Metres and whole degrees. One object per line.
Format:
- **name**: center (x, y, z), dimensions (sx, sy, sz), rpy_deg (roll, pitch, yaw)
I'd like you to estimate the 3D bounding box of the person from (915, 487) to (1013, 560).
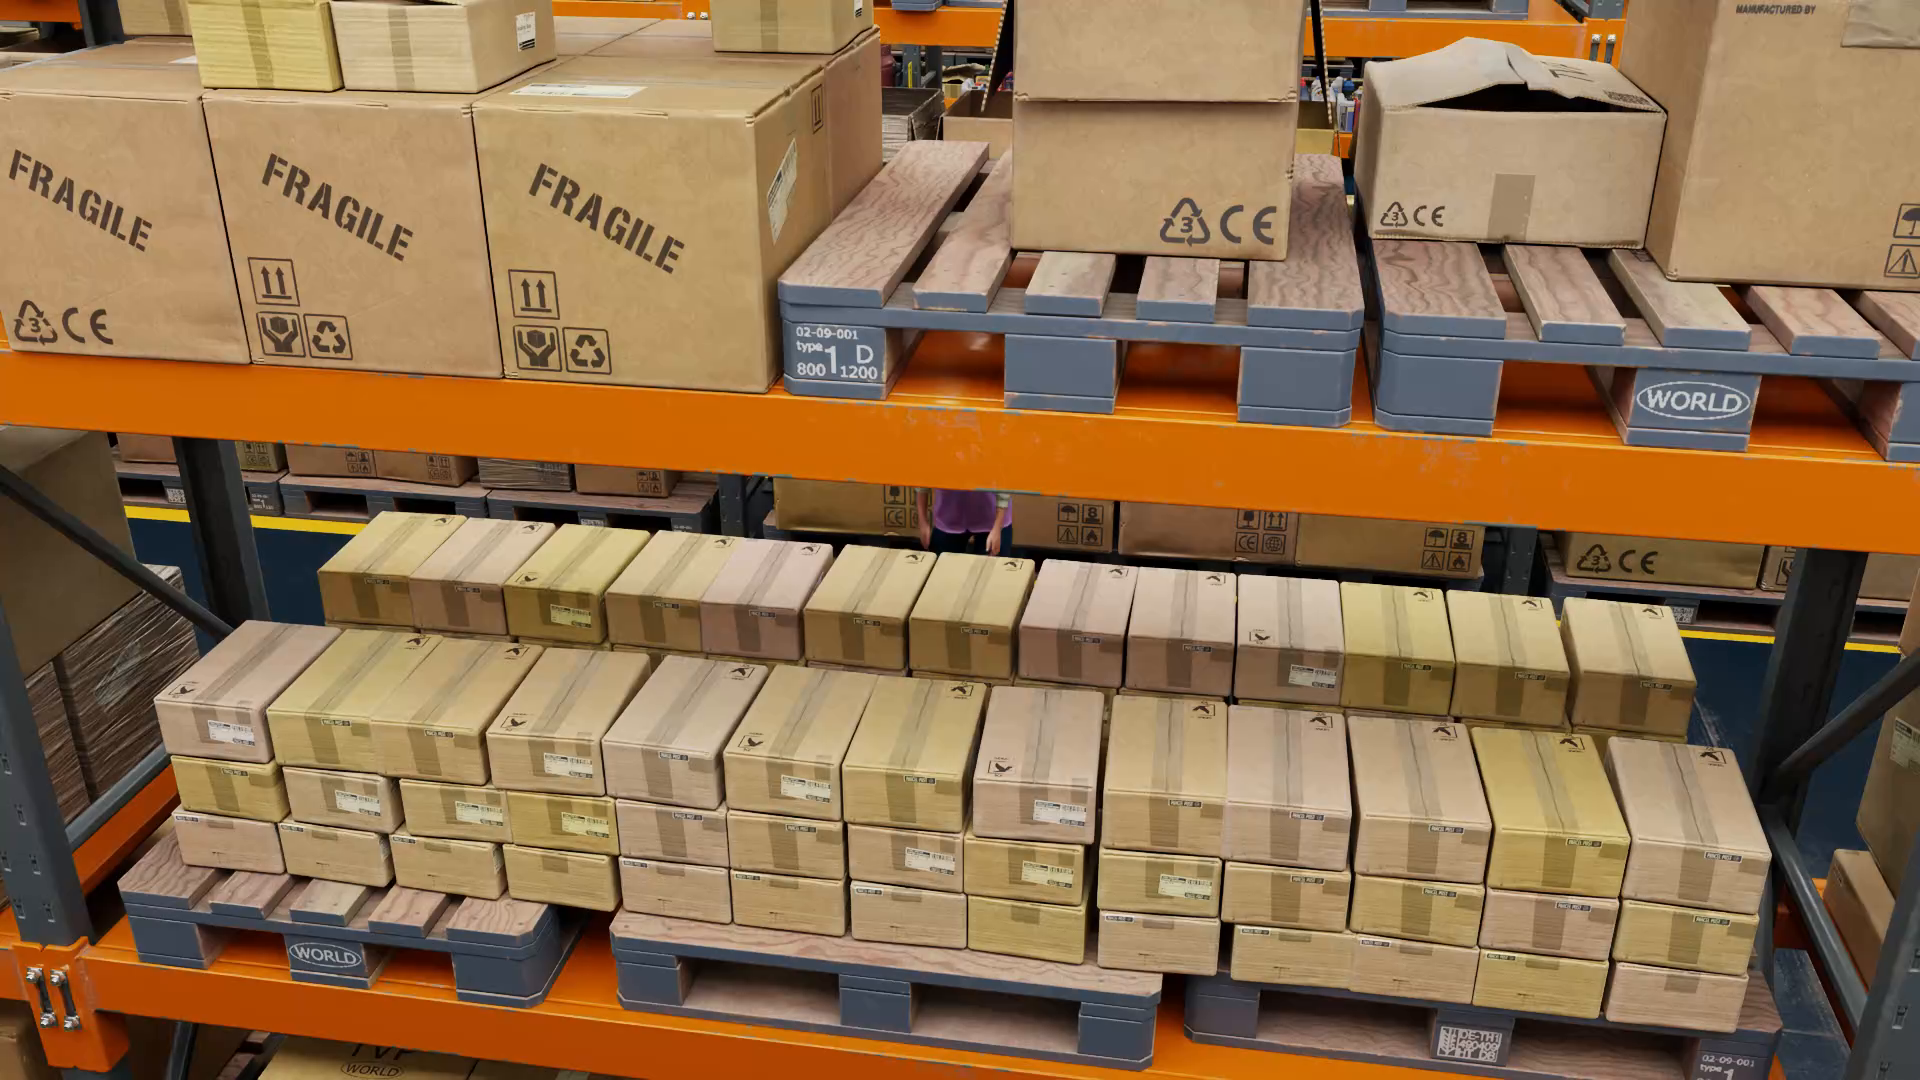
- **person**: center (-0.002, -0.039, 7.149), dimensions (0.452, 1.605, 0.438), rpy_deg (5, 26, 10)
